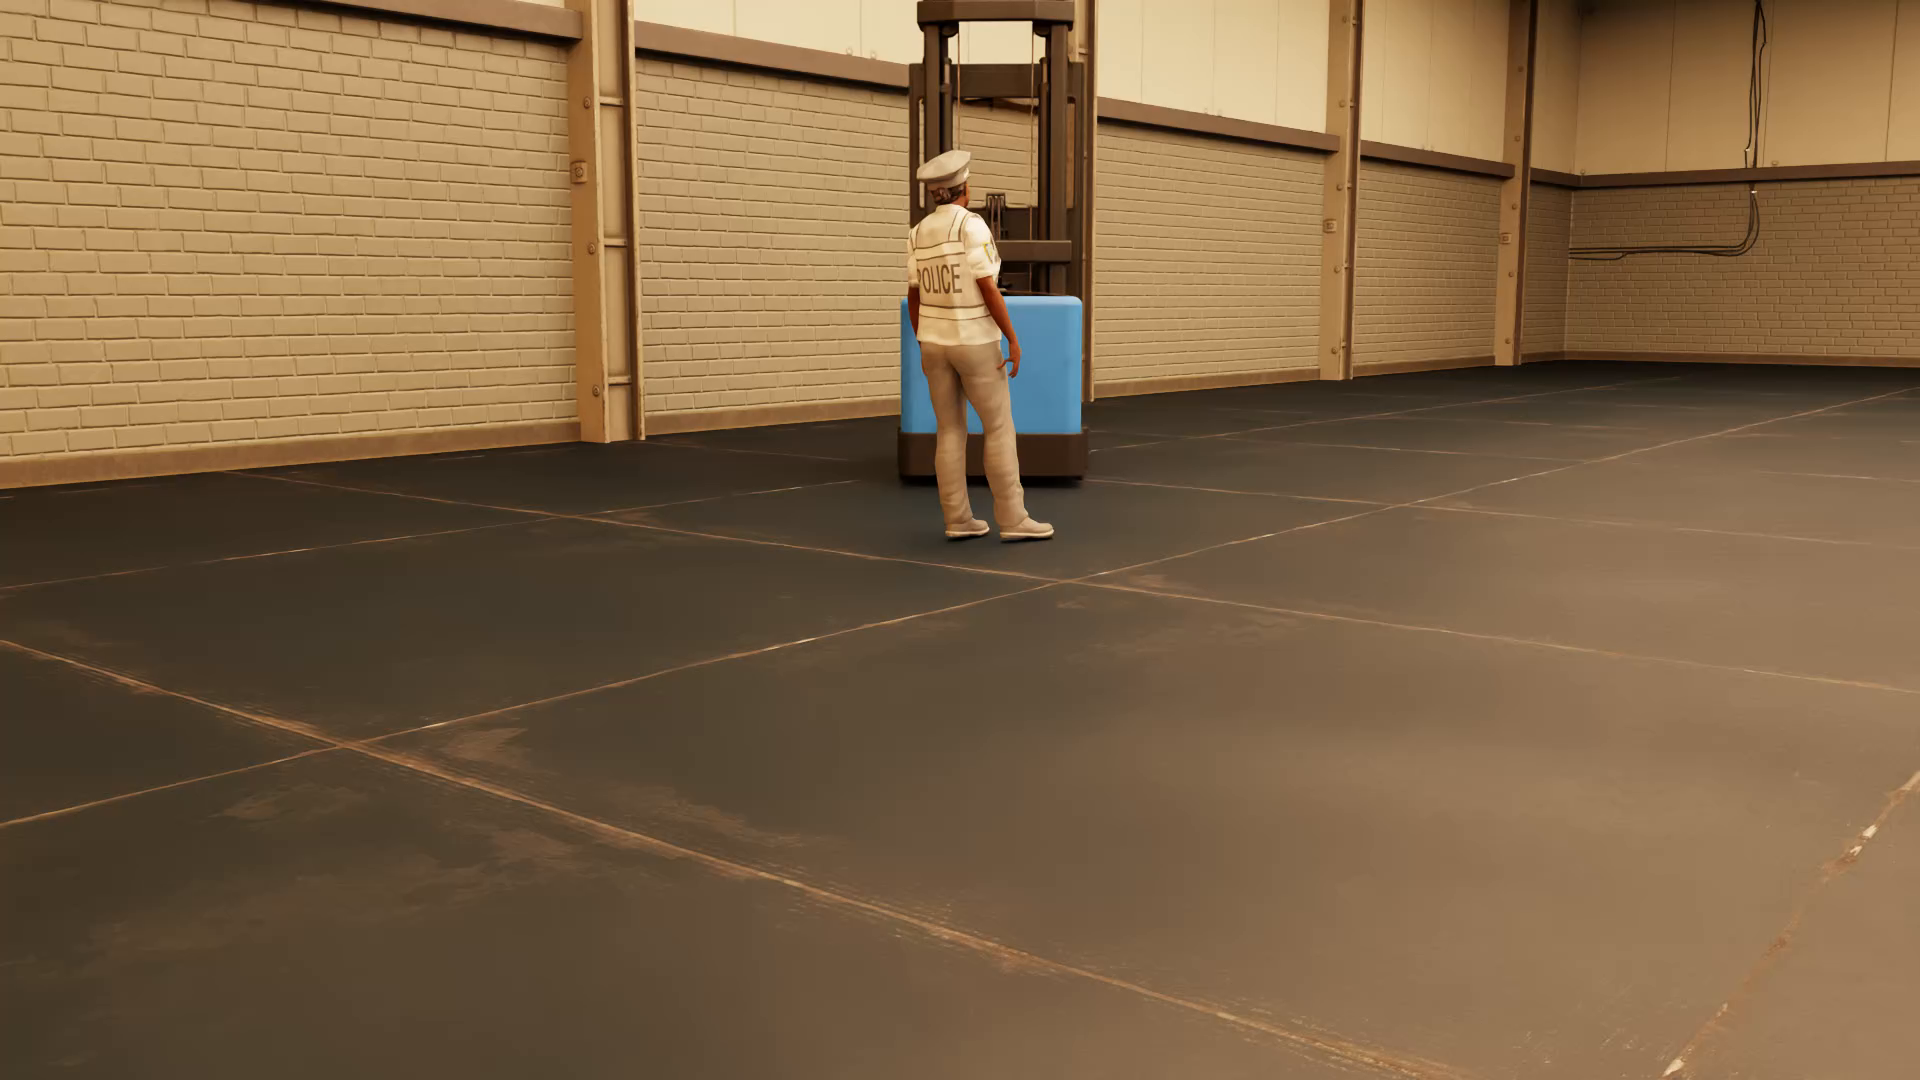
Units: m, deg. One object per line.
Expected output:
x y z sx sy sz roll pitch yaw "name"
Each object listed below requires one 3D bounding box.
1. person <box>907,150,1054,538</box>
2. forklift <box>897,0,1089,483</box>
0.063 -0.852 7.326 0.569 1.695 0.530 7 11 38 "person"
0.240 -1.957 10.654 1.130 2.935 3.031 0 8 3 "forklift"
